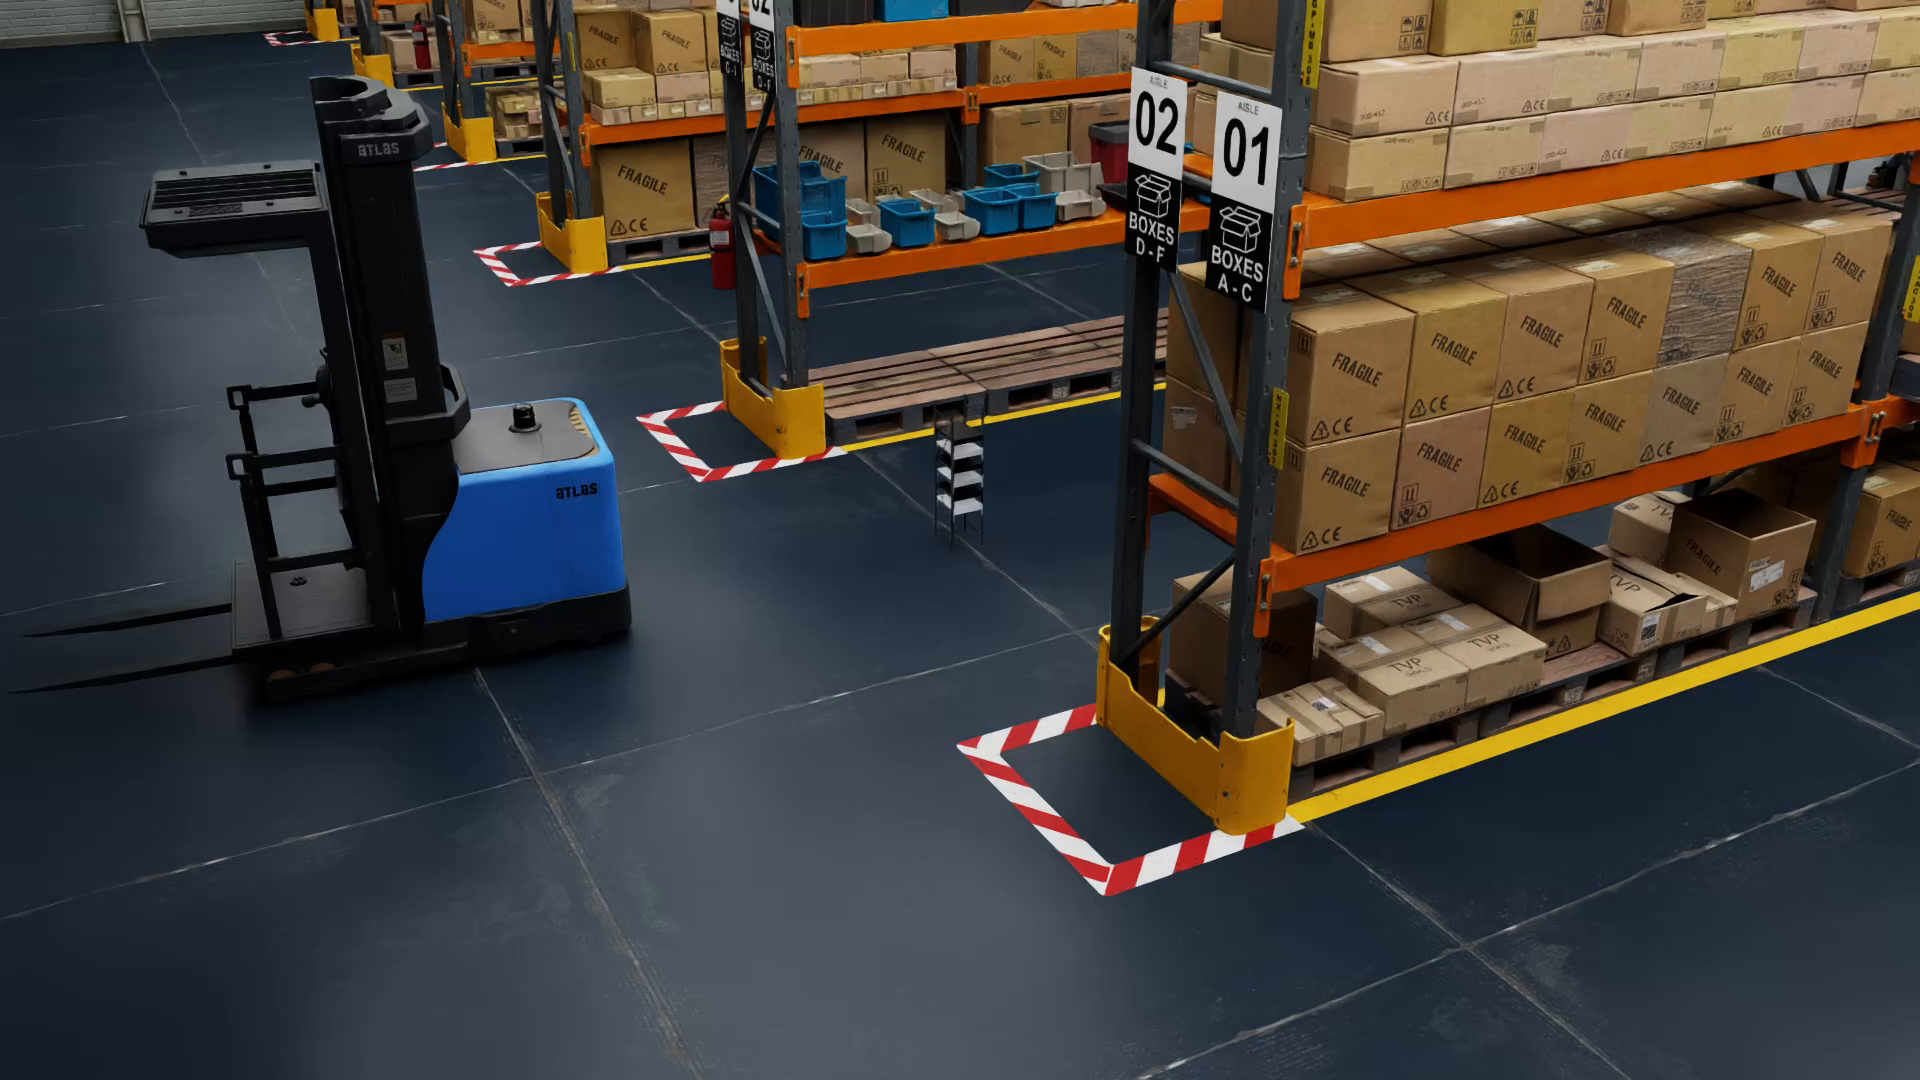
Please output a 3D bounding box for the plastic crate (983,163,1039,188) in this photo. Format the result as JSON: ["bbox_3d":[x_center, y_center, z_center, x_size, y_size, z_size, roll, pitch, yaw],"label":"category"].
[{"bbox_3d":[0.378,-2.622,12.312,0.300,0.233,0.416,-13,29,-25],"label":"plastic crate"}]

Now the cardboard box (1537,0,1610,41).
[{"bbox_3d":[2.332,-2.433,7.057,0.500,0.500,0.700,-13,29,-25],"label":"cardboard box"}]

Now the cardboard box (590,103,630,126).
[{"bbox_3d":[-3.176,-3.879,15.095,0.250,0.149,0.380,-13,28,-25],"label":"cardboard box"}]

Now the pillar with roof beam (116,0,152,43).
[{"bbox_3d":[-11.424,-10.581,21.833,0.400,9.000,9.100,-13,29,-25],"label":"pillar with roof beam"}]

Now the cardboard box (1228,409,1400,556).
[{"bbox_3d":[1.530,-0.297,7.228,0.500,0.500,0.500,-12,28,-24],"label":"cardboard box"}]

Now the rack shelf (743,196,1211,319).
[{"bbox_3d":[0.451,-2.238,12.217,4.000,0.370,1.077,-13,29,-25],"label":"rack shelf"}]

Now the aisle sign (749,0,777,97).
[{"bbox_3d":[-1.237,-3.199,10.384,0.004,0.787,0.394,-13,29,-25],"label":"aisle sign"}]

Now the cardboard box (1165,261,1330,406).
[{"bbox_3d":[1.277,-0.954,7.441,0.500,0.500,0.500,-13,29,-26],"label":"cardboard box"}]

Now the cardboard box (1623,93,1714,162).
[{"bbox_3d":[2.913,-1.858,7.303,0.500,0.250,0.500,-13,29,-25],"label":"cardboard box"}]

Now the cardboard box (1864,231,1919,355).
[{"bbox_3d":[5.067,-1.322,8.879,0.700,0.500,0.500,22,33,37],"label":"cardboard box"}]

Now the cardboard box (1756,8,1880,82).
[{"bbox_3d":[3.800,-2.284,7.612,0.500,0.250,0.500,-13,29,-25],"label":"cardboard box"}]

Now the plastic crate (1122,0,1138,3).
[{"bbox_3d":[1.273,-3.798,11.476,0.466,0.136,0.293,-13,29,-25],"label":"plastic crate"}]

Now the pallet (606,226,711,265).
[{"bbox_3d":[-2.975,-2.982,16.158,1.213,0.211,1.003,-13,29,-25],"label":"pallet"}]

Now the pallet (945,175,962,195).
[{"bbox_3d":[0.531,-3.790,17.841,1.213,0.211,1.003,-13,29,-25],"label":"pallet"}]

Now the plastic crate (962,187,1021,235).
[{"bbox_3d":[0.221,-2.299,11.638,0.300,0.233,0.416,-13,29,-25],"label":"plastic crate"}]

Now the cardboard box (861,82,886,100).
[{"bbox_3d":[-0.910,-4.403,16.187,0.250,0.149,0.380,-12,28,-24],"label":"cardboard box"}]

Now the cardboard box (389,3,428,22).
[{"bbox_3d":[-9.289,-9.036,27.948,0.500,0.500,0.700,-12,28,-23],"label":"cardboard box"}]

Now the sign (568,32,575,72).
[{"bbox_3d":[-3.388,-4.259,14.504,0.005,0.325,0.100,-13,29,-25],"label":"sign"}]

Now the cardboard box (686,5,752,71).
[{"bbox_3d":[-2.198,-4.655,15.384,0.500,0.500,0.500,-14,29,-26],"label":"cardboard box"}]

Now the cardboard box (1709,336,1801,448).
[{"bbox_3d":[3.769,-0.817,8.311,0.500,0.500,0.500,-12,28,-24],"label":"cardboard box"}]

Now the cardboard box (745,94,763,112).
[{"bbox_3d":[-2.042,-4.142,15.643,0.250,0.149,0.380,-13,29,-26],"label":"cardboard box"}]

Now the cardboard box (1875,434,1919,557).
[{"bbox_3d":[5.551,-0.267,9.661,0.500,0.500,0.500,-13,28,-24],"label":"cardboard box"}]

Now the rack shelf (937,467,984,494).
[{"bbox_3d":[-0.007,-0.374,10.007,0.200,0.077,0.258,-13,29,-25],"label":"rack shelf"}]

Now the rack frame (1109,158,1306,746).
[{"bbox_3d":[1.014,-0.262,7.272,0.127,3.000,1.000,-13,29,-25],"label":"rack frame"}]

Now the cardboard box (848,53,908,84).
[{"bbox_3d":[-0.836,-4.631,16.200,0.500,0.250,0.500,-12,28,-24],"label":"cardboard box"}]

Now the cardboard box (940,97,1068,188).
[{"bbox_3d":[0.441,-4.230,17.506,0.875,0.875,1.225,-13,29,-25],"label":"cardboard box"}]

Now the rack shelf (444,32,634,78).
[{"bbox_3d":[-4.124,-6.044,20.145,4.000,0.370,1.077,-13,29,-25],"label":"rack shelf"}]

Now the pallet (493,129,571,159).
[{"bbox_3d":[-5.088,-4.871,20.093,1.213,0.211,1.003,-13,29,-25],"label":"pallet"}]

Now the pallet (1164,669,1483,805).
[{"bbox_3d":[1.784,0.817,8.246,1.213,0.211,1.003,-13,29,-25],"label":"pallet"}]

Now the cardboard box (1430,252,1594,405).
[{"bbox_3d":[2.431,-0.957,7.448,0.500,0.500,0.500,-13,28,-24],"label":"cardboard box"}]

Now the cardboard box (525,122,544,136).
[{"bbox_3d":[-5.084,-4.934,19.811,0.250,0.149,0.380,-13,29,-25],"label":"cardboard box"}]

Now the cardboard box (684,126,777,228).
[{"bbox_3d":[-2.314,-3.624,16.243,0.875,0.875,0.875,-13,29,-25],"label":"cardboard box"}]

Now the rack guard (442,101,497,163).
[{"bbox_3d":[-5.822,-4.850,19.714,0.348,0.500,1.175,-13,29,-25],"label":"rack guard"}]

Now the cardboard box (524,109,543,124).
[{"bbox_3d":[-5.038,-5.042,19.692,0.250,0.149,0.380,-13,29,-25],"label":"cardboard box"}]

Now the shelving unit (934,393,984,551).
[{"bbox_3d":[-0.007,-0.404,9.993,0.210,0.900,0.258,-13,29,-25],"label":"shelving unit"}]

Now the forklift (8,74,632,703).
[{"bbox_3d":[-3.363,-0.750,8.366,3.031,2.935,1.130,-10,27,-19],"label":"forklift"}]

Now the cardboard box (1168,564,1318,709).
[{"bbox_3d":[1.378,0.461,8.144,0.500,0.500,0.500,-13,29,-25],"label":"cardboard box"}]

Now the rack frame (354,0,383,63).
[{"bbox_3d":[-8.307,-7.831,23.036,0.127,3.000,1.000,-13,29,-25],"label":"rack frame"}]

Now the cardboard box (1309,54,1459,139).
[{"bbox_3d":[1.590,-1.777,6.557,0.500,0.250,0.500,-13,29,-25],"label":"cardboard box"}]

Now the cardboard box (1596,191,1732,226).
[{"bbox_3d":[3.540,-1.479,8.535,0.500,0.500,0.500,-14,29,-27],"label":"cardboard box"}]

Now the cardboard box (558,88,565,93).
[{"bbox_3d":[-4.618,-5.297,19.879,0.250,0.149,0.380,-15,29,-28],"label":"cardboard box"}]

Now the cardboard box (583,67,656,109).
[{"bbox_3d":[-3.094,-4.107,15.110,0.500,0.250,0.500,-14,29,-26],"label":"cardboard box"}]

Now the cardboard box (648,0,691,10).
[{"bbox_3d":[-3.551,-6.542,19.893,0.500,0.500,0.500,-13,29,-25],"label":"cardboard box"}]

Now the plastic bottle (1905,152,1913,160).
[{"bbox_3d":[9.877,-3.883,17.366,0.185,0.351,0.144,-15,29,-28],"label":"plastic bottle"}]

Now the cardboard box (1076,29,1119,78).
[{"bbox_3d":[1.294,-5.109,17.250,0.500,0.500,0.500,-14,29,-26],"label":"cardboard box"}]

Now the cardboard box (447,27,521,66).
[{"bbox_3d":[-6.968,-7.228,24.254,0.875,0.438,0.875,-12,28,-24],"label":"cardboard box"}]

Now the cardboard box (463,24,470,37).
[{"bbox_3d":[-5.734,-6.022,19.559,0.250,0.149,0.380,-13,29,-25],"label":"cardboard box"}]

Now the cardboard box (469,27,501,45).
[{"bbox_3d":[-5.449,-5.789,19.072,0.250,0.149,0.380,-13,29,-26],"label":"cardboard box"}]

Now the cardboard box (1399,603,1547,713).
[{"bbox_3d":[2.510,0.573,8.201,0.500,0.250,0.500,-13,29,-25],"label":"cardboard box"}]

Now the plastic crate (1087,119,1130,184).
[{"bbox_3d":[1.310,-2.939,12.704,0.583,0.464,0.402,-13,29,-25],"label":"plastic crate"}]
